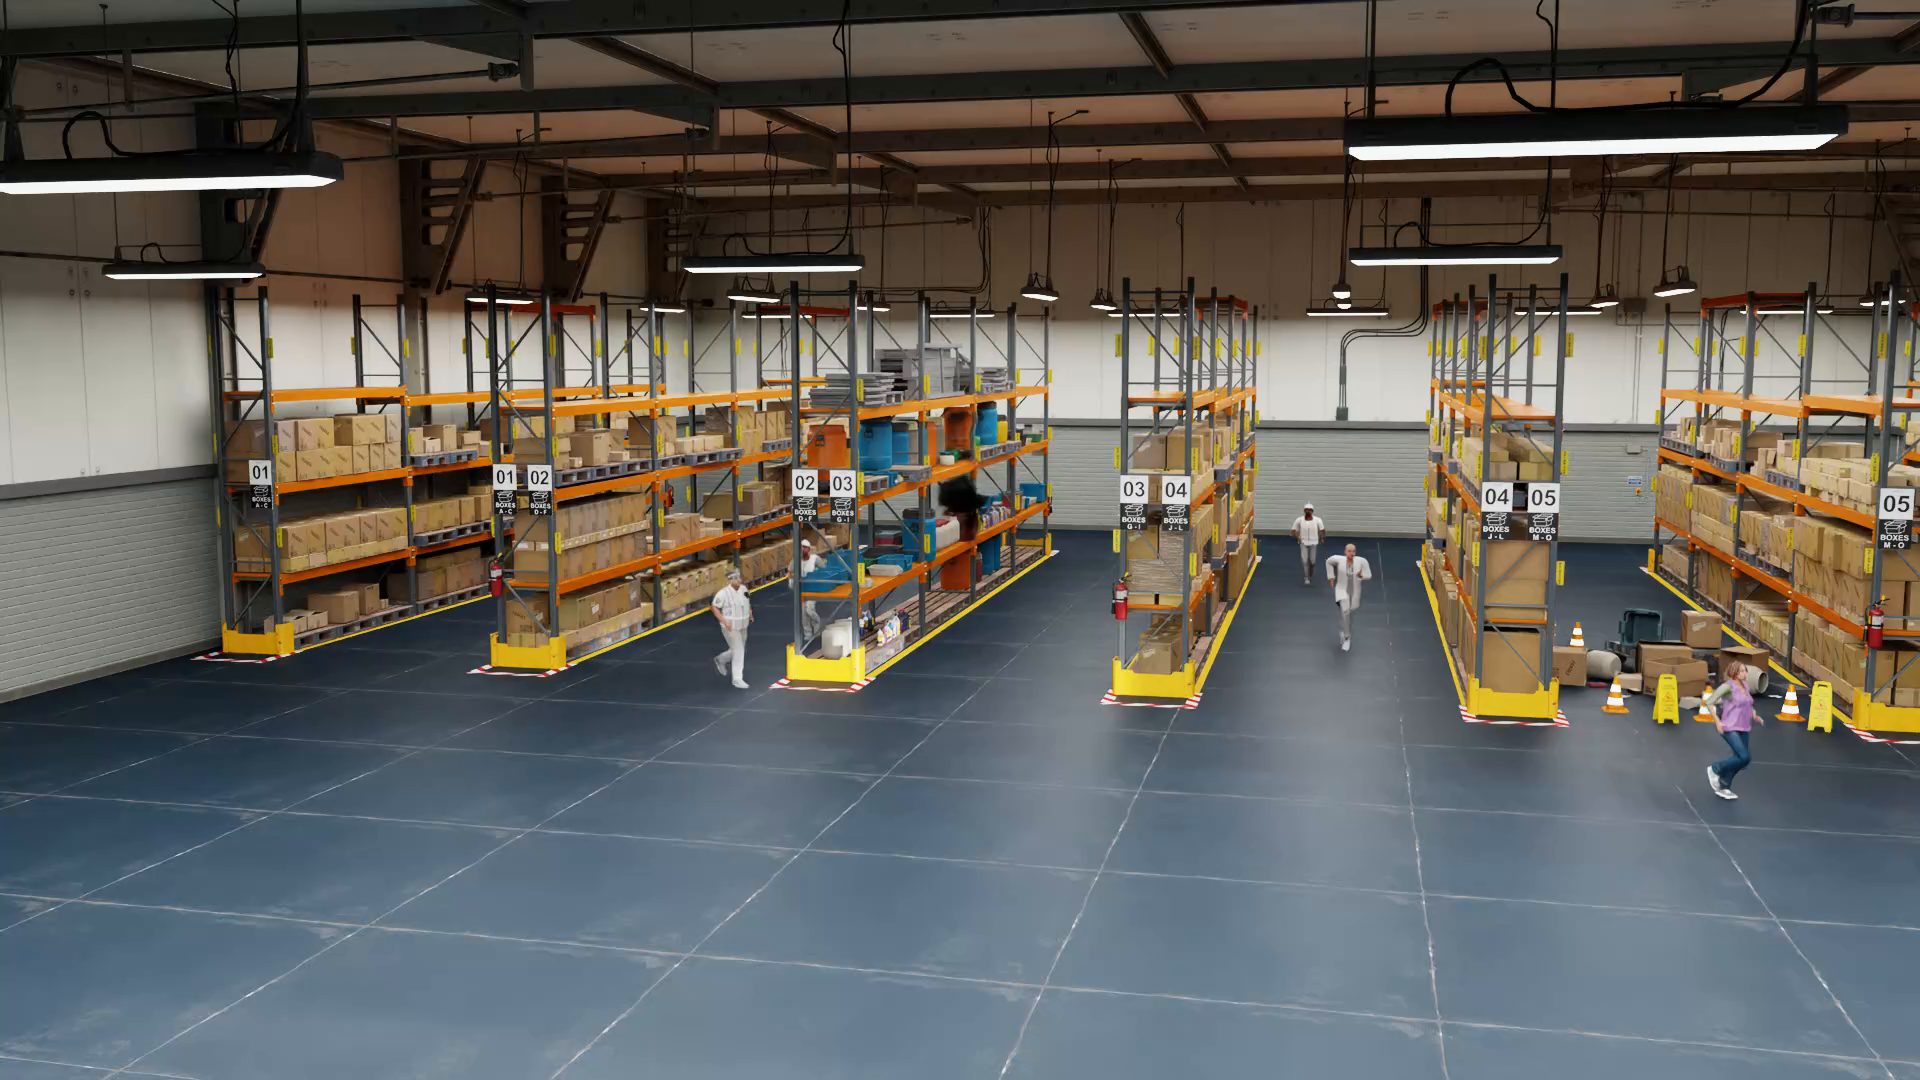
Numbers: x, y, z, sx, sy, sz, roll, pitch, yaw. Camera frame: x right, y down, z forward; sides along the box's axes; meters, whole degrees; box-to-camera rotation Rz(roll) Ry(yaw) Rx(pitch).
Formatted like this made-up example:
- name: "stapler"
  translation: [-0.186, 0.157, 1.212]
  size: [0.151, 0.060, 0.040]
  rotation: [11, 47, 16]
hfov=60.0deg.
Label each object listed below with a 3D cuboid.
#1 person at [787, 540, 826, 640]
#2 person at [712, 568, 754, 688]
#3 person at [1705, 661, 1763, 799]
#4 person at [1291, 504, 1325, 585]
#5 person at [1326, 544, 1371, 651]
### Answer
- name: "person"
  translation: [-2.663, 0.857, 28.570]
  size: [0.682, 1.740, 0.590]
  rotation: [2, 7, 15]
- name: "person"
  translation: [-3.420, 1.293, 24.830]
  size: [0.765, 1.800, 0.658]
  rotation: [6, 9, 40]
- name: "person"
  translation: [8.629, 2.118, 18.453]
  size: [0.537, 1.553, 0.537]
  rotation: [-4, 8, -29]
- name: "person"
  translation: [7.424, 0.083, 35.465]
  size: [0.703, 1.723, 0.587]
  rotation: [1, 7, 10]
- name: "person"
  translation: [6.525, 0.934, 28.001]
  size: [0.697, 1.795, 0.997]
  rotation: [0, 7, 0]
